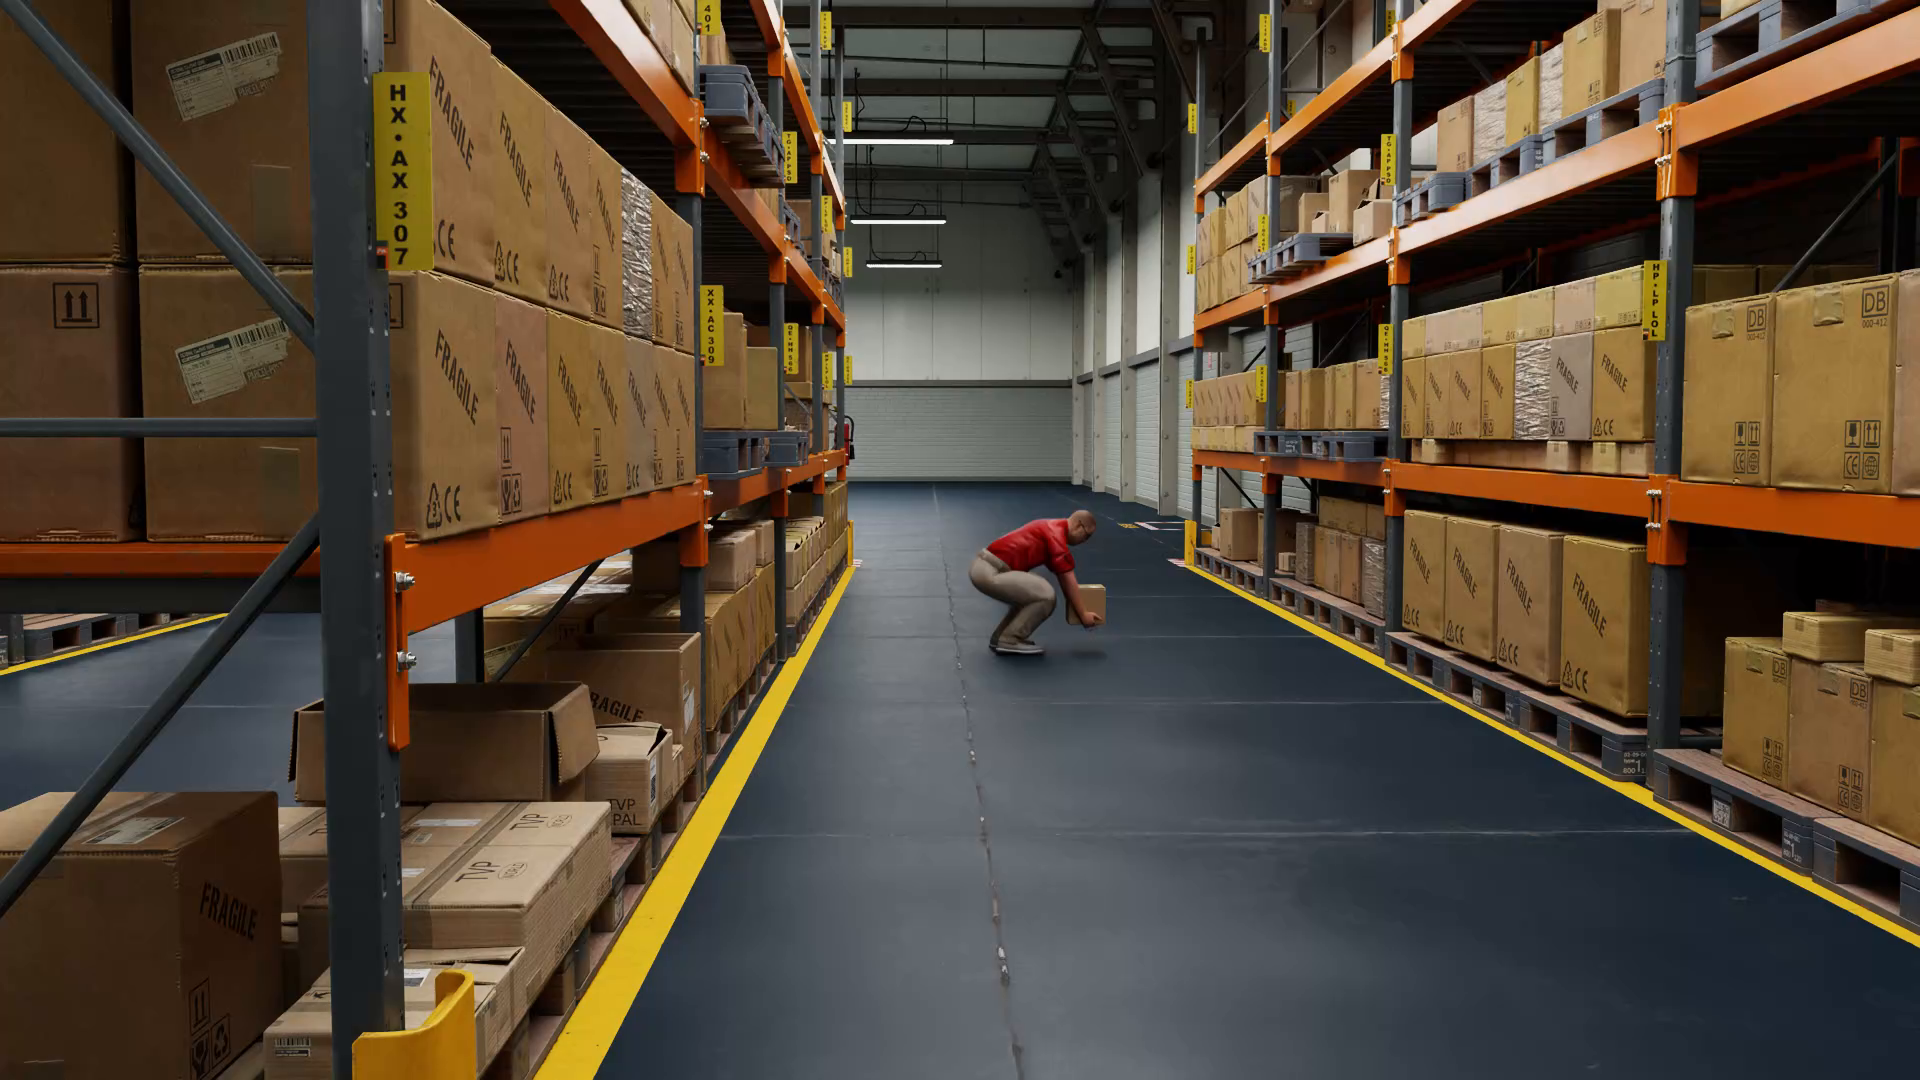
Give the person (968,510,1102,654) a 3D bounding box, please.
[{"bbox_3d":[0.510,0.284,11.369,0.905,0.978,0.524,0,4,-3],"label":"person"}]
